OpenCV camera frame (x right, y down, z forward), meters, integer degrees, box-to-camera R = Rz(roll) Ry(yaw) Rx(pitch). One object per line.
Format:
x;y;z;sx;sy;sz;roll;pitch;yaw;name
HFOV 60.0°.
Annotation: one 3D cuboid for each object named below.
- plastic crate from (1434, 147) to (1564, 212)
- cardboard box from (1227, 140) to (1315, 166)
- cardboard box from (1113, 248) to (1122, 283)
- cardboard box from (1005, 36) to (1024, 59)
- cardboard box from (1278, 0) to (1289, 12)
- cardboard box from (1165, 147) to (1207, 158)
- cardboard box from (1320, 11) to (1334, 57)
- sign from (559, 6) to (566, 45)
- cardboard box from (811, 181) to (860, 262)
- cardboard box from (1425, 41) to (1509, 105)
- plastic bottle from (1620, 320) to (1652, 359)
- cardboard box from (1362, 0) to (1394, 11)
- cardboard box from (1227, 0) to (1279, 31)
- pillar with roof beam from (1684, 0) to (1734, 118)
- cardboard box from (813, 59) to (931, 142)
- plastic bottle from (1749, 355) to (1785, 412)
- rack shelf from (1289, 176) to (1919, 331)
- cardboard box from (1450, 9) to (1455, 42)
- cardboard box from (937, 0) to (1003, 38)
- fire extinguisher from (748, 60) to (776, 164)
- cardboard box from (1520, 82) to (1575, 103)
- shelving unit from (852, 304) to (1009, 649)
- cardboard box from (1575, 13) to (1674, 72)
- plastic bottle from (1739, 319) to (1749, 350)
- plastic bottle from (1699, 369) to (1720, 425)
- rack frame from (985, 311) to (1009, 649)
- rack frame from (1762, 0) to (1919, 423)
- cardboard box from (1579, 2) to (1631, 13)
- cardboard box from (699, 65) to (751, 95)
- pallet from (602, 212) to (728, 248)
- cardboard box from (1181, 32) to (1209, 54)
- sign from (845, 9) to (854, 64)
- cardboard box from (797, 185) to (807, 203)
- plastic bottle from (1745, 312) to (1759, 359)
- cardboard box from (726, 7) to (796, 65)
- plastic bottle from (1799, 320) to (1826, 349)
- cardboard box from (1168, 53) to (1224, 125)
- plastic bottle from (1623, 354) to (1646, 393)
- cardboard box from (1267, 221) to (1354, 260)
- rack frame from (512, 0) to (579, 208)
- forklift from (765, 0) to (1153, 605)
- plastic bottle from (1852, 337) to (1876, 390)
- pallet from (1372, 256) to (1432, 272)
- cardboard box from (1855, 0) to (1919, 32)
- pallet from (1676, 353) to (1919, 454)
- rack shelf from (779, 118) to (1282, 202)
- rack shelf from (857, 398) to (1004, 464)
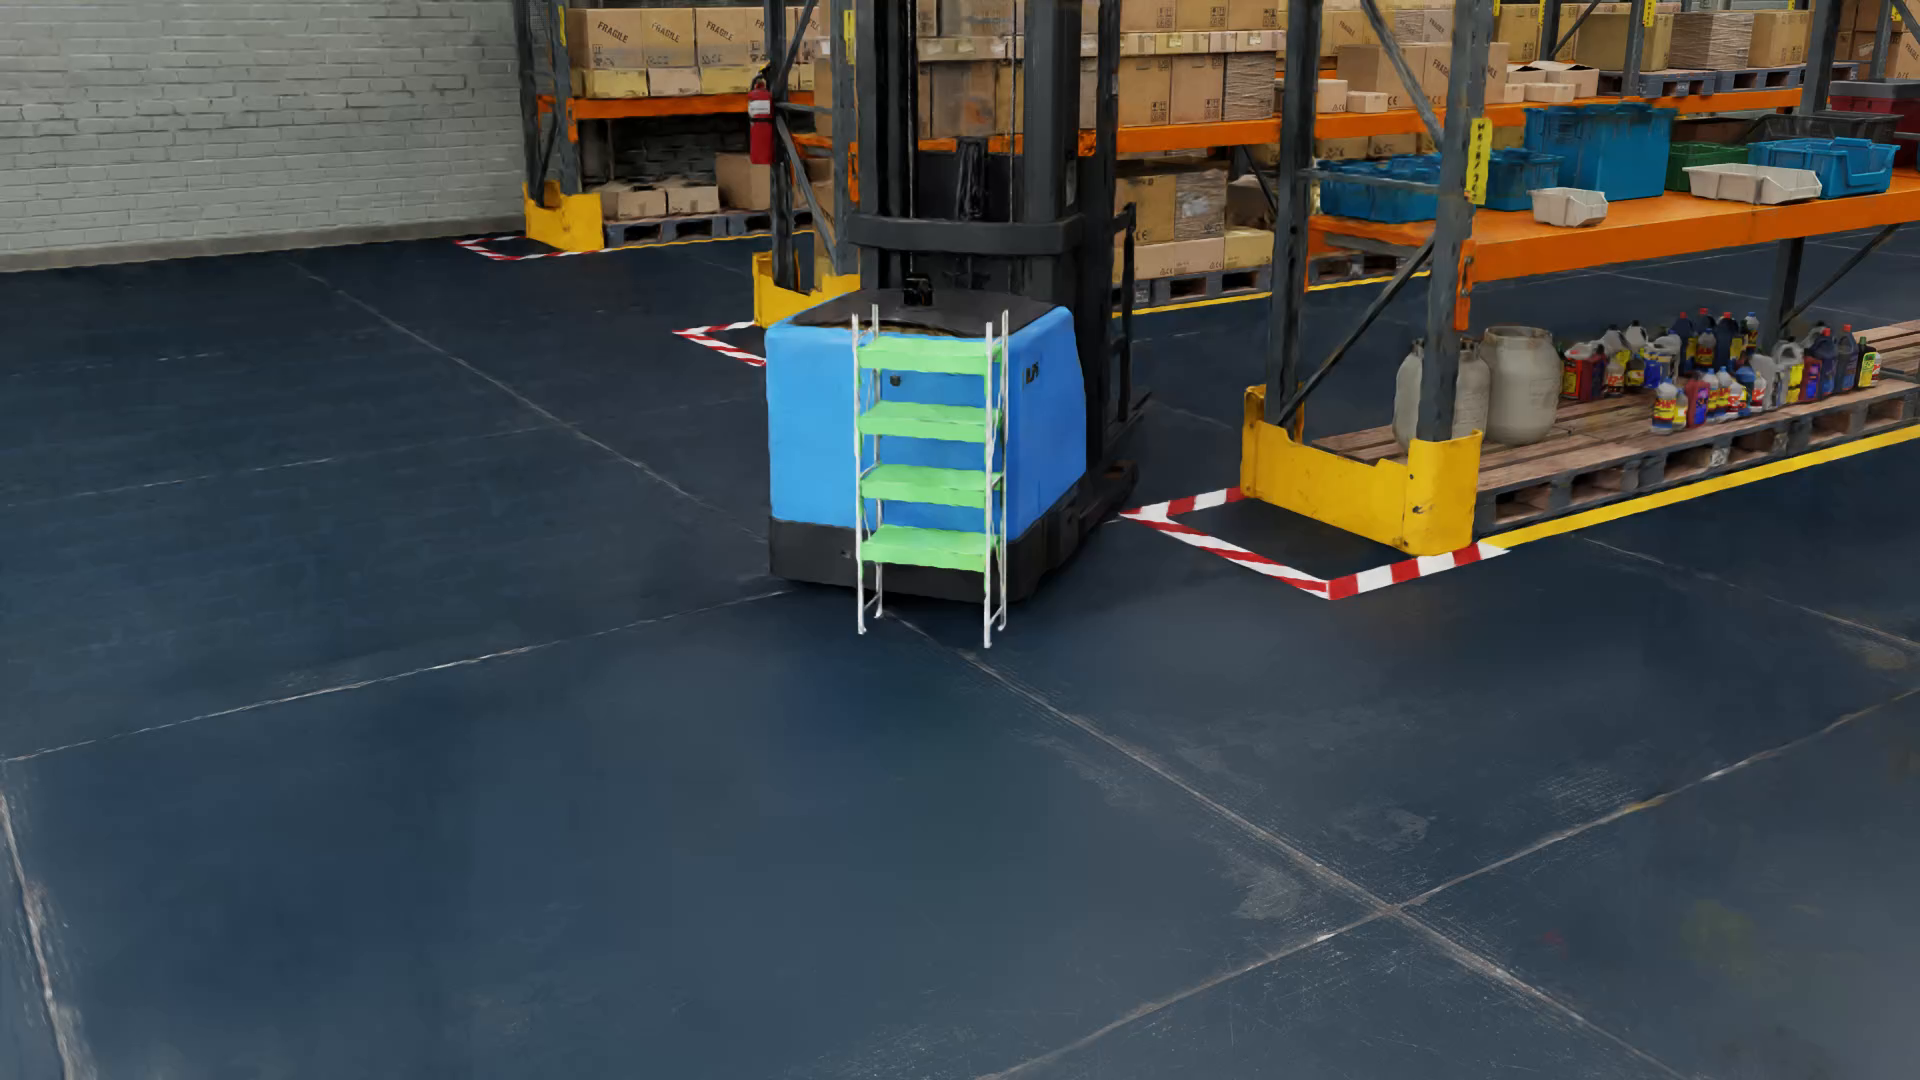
2.533;-1.712;7.858;0.408;0.251;0.499;-12;22;-31;plastic crate
3.653;-4.836;19.566;0.750;0.750;0.750;-12;22;-32;cardboard box
0.837;-2.022;12.181;0.500;0.250;0.500;-12;22;-31;cardboard box
0.320;-3.376;11.377;0.250;0.149;0.380;-13;23;-33;cardboard box
3.512;-6.130;18.870;0.500;0.250;0.500;-11;22;-30;cardboard box
2.394;-4.444;18.923;0.500;0.500;0.700;-12;22;-31;cardboard box
3.956;-5.865;19.259;0.500;0.500;0.500;-11;22;-30;cardboard box
-3.416;-4.417;14.273;0.005;0.325;0.100;-12;22;-31;sign
-0.703;-2.253;11.692;0.500;0.500;0.500;-12;22;-31;cardboard box
4.302;-3.984;14.189;0.500;0.500;0.500;-13;23;-34;cardboard box
3.660;-1.020;9.029;0.185;0.351;0.144;-12;22;-32;plastic bottle
4.775;-6.400;19.670;0.500;0.250;0.500;-12;22;-33;cardboard box
1.986;-4.114;12.548;0.500;0.500;0.700;-12;22;-31;cardboard box
13.795;-9.367;20.902;0.400;9.000;9.100;-12;22;-31;pillar with roof beam
-0.590;-2.953;11.141;0.500;0.500;0.700;-12;22;-31;cardboard box
4.127;-0.816;8.539;0.135;0.276;0.152;-11;22;-30;plastic bottle
3.404;-1.513;8.160;4.000;0.370;1.077;-12;22;-31;rack shelf
6.061;-6.314;20.587;0.500;0.500;0.500;-12;22;-32;cardboard box
-0.110;-3.671;11.239;0.500;0.500;0.700;-13;22;-33;cardboard box
-1.341;-2.894;11.242;0.183;0.674;0.296;-12;22;-31;fire extinguisher
5.095;-3.885;14.445;0.250;0.149;0.380;-12;22;-31;cardboard box
-0.103;-0.230;6.051;0.503;1.200;0.258;5;19;15;shelving unit
6.158;-4.624;15.426;0.700;0.500;0.500;14;23;35;cardboard box
4.372;-1.096;9.358;0.133;0.283;0.061;-12;22;-31;plastic bottle
3.706;-0.714;8.246;0.097;0.271;0.097;0;19;0;plastic bottle
0.132;-0.209;5.986;0.015;1.200;0.240;5;19;15;rack frame
5.075;-2.206;9.087;0.127;3.000;1.000;-12;22;-31;rack frame
8.626;-6.888;22.468;0.700;0.700;0.980;-12;22;-32;cardboard box
-2.278;-4.274;15.408;0.500;0.250;0.500;-12;22;-32;cardboard box
-2.953;-2.978;15.723;1.213;0.211;1.003;-12;22;-31;pallet
1.601;-3.645;12.174;0.250;0.149;0.380;-12;22;-32;cardboard box
-0.687;-3.125;10.330;0.005;0.325;0.100;-12;22;-31;sign
-1.721;-3.438;16.494;0.250;0.149;0.380;-14;23;-36;cardboard box
4.568;-1.183;9.634;0.097;0.271;0.097;0;19;0;plastic bottle
-1.873;-4.717;15.545;0.500;0.500;0.500;-11;22;-30;cardboard box
4.616;-1.008;8.991;0.185;0.351;0.144;-12;22;-31;plastic bottle
1.550;-3.405;12.476;0.500;0.500;0.700;-12;22;-32;cardboard box
3.607;-0.892;8.883;0.097;0.201;0.097;0;19;0;plastic bottle
2.827;-2.433;13.395;0.500;0.250;0.500;-13;22;-33;cardboard box
-3.715;-4.152;14.841;0.127;3.000;1.000;-12;22;-31;rack frame
0.211;-1.579;7.338;1.130;2.935;3.031;6;20;18;forklift
4.854;-0.955;8.940;0.133;0.283;0.061;-11;21;-29;plastic bottle
3.967;-2.567;14.509;1.213;0.211;1.003;-12;22;-31;pallet
9.583;-5.470;17.023;0.500;0.500;0.500;-11;22;-30;cardboard box
4.491;-0.778;9.217;1.213;0.211;1.003;-12;22;-31;pallet
0.683;-2.839;12.081;4.000;0.370;1.077;-12;22;-31;rack shelf
-0.102;-0.397;5.995;0.480;0.148;0.258;5;19;15;rack shelf
